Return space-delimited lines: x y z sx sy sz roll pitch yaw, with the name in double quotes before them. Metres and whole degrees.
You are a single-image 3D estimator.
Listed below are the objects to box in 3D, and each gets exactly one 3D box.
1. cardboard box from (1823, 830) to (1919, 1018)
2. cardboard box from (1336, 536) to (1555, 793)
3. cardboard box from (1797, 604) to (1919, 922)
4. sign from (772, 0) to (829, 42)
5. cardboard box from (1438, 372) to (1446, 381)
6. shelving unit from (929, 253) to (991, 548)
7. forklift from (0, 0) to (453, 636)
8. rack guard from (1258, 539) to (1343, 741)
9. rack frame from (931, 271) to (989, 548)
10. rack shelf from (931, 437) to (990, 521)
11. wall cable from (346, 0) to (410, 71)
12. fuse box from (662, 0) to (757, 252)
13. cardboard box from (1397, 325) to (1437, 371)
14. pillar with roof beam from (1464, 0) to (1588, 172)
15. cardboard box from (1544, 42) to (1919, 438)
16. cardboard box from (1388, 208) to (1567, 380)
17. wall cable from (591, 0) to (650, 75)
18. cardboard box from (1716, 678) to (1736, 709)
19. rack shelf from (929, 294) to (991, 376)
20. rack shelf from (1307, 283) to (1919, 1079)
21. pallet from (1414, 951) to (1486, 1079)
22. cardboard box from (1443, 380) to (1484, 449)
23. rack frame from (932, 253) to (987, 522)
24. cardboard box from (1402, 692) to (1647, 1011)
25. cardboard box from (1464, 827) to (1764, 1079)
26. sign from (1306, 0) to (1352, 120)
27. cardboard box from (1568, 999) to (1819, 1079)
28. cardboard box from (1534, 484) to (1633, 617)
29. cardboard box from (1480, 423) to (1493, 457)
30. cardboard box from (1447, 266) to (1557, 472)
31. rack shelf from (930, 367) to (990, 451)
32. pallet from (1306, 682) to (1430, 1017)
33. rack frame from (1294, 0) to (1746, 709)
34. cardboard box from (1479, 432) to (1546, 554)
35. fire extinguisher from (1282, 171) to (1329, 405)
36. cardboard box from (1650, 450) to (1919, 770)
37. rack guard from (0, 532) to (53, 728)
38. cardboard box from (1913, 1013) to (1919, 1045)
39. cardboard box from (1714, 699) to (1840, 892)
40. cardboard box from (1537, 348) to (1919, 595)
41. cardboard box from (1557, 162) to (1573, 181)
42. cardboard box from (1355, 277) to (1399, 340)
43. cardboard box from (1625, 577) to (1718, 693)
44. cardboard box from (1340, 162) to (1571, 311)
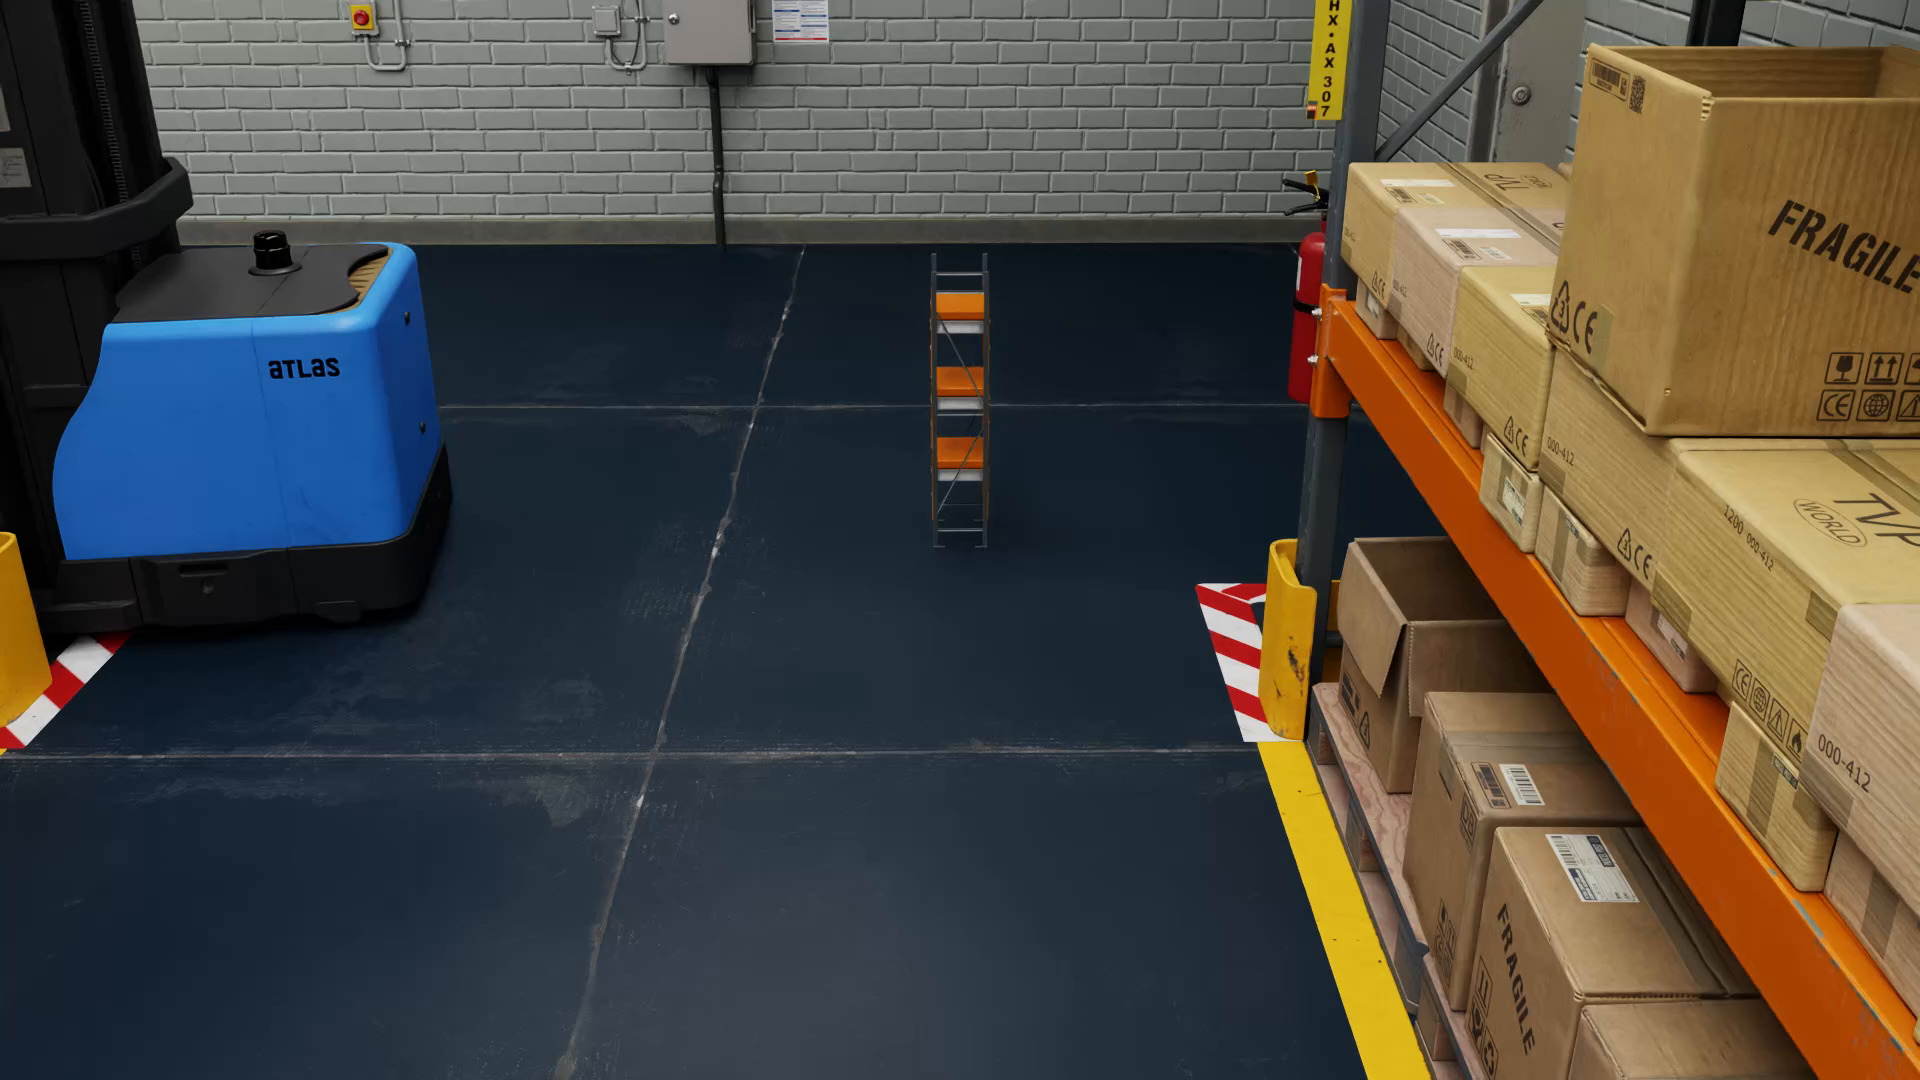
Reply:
"cardboard box" 1.276 0.433 1.957 0.380 0.149 0.250 0 24 1
"cardboard box" 1.427 0.322 4.418 0.797 0.503 0.637 -1 24 -3
"cardboard box" 1.289 0.289 1.792 0.500 0.250 0.500 0 24 0
"sign" -0.939 -3.170 9.734 0.329 0.494 0.001 0 24 -1
"cardboard box" 1.331 -0.413 3.828 0.380 0.149 0.250 -1 24 -1
"shelving unit" -0.001 -0.500 6.082 0.215 1.050 0.252 0 24 -1
"forklift" -3.397 -1.166 5.272 3.031 2.935 1.130 -4 25 -8
"rack guard" 1.516 0.293 4.995 1.175 0.500 0.348 0 24 -1
"rack frame" 0.001 -0.450 5.971 0.200 1.050 0.008 0 24 -1
"rack shelf" -0.001 -0.238 6.201 0.215 0.259 0.240 0 24 -1
"wall cable" -3.533 -3.654 9.417 0.585 1.953 0.123 0 24 -1
"fuse box" -1.431 -2.539 9.787 0.539 1.711 0.414 0 24 -1
"cardboard box" 1.294 -0.521 4.067 0.380 0.149 0.250 0 24 1
"pillar with roof beam" -1.918 -4.706 5.735 9.100 9.000 0.400 0 24 -1
"cardboard box" 1.267 -0.479 2.581 0.500 0.500 0.500 0 24 1
"cardboard box" 1.256 -0.548 3.643 0.500 0.250 0.500 0 24 0
"wall cable" -2.115 -3.650 9.448 0.588 1.984 0.122 0 24 -1
"cardboard box" 1.354 0.221 2.426 0.380 0.149 0.250 0 24 0
"rack shelf" -0.001 -0.749 5.970 0.215 0.259 0.240 0 24 -1
"rack shelf" 1.537 0.275 2.875 1.077 0.370 4.000 0 24 -1
"pallet" 1.536 1.255 3.219 1.003 0.211 1.213 0 24 -1
"cardboard box" 1.273 -0.309 3.597 0.380 0.149 0.250 0 24 1
"rack frame" -0.002 -0.551 6.194 0.200 1.050 0.008 0 24 -1
"cardboard box" 1.398 0.676 3.640 0.700 0.500 0.500 1 24 2
"cardboard box" 1.303 0.894 3.157 0.500 0.500 0.500 0 24 0
"sign" 0.973 -1.269 4.365 0.100 0.325 0.005 0 24 -1
"cardboard box" 1.409 1.103 2.694 0.700 0.500 0.500 -1 24 -3
"cardboard box" 1.232 0.014 2.884 0.380 0.149 0.250 0 24 1
"cardboard box" 1.281 -0.199 3.355 0.380 0.149 0.250 0 24 0
"cardboard box" 1.265 -0.339 3.181 0.500 0.250 0.500 -1 24 -2
"rack shelf" -0.001 -0.491 6.087 0.215 0.259 0.240 0 24 -1
"pallet" 1.526 0.754 4.328 1.003 0.211 1.213 0 24 -1
"rack frame" 1.515 -0.877 4.549 1.000 3.000 0.127 0 24 -1
"cardboard box" 1.209 -0.095 3.124 0.380 0.149 0.250 -1 24 -2
"fire extinguisher" 1.051 -0.730 4.771 0.296 0.674 0.183 0 24 -1
"cardboard box" 1.297 0.084 2.246 0.500 0.250 0.500 0 24 -1
"rack guard" -3.448 0.276 5.033 1.175 0.500 0.348 0 24 -1
"cardboard box" 1.251 0.541 1.718 0.380 0.149 0.250 0 24 1
"cardboard box" 1.245 0.328 2.189 0.380 0.149 0.250 -1 24 -1
"cardboard box" 1.292 -0.129 2.715 0.500 0.250 0.500 -1 24 -2
"cardboard box" 1.786 -0.756 4.102 0.500 0.250 0.500 0 24 1
"cardboard box" 1.244 -0.626 4.298 0.380 0.149 0.250 0 24 -1
"cardboard box" 1.304 0.120 2.650 0.380 0.149 0.250 0 24 -1
"cardboard box" 1.251 -0.756 4.102 0.500 0.250 0.500 0 24 0
